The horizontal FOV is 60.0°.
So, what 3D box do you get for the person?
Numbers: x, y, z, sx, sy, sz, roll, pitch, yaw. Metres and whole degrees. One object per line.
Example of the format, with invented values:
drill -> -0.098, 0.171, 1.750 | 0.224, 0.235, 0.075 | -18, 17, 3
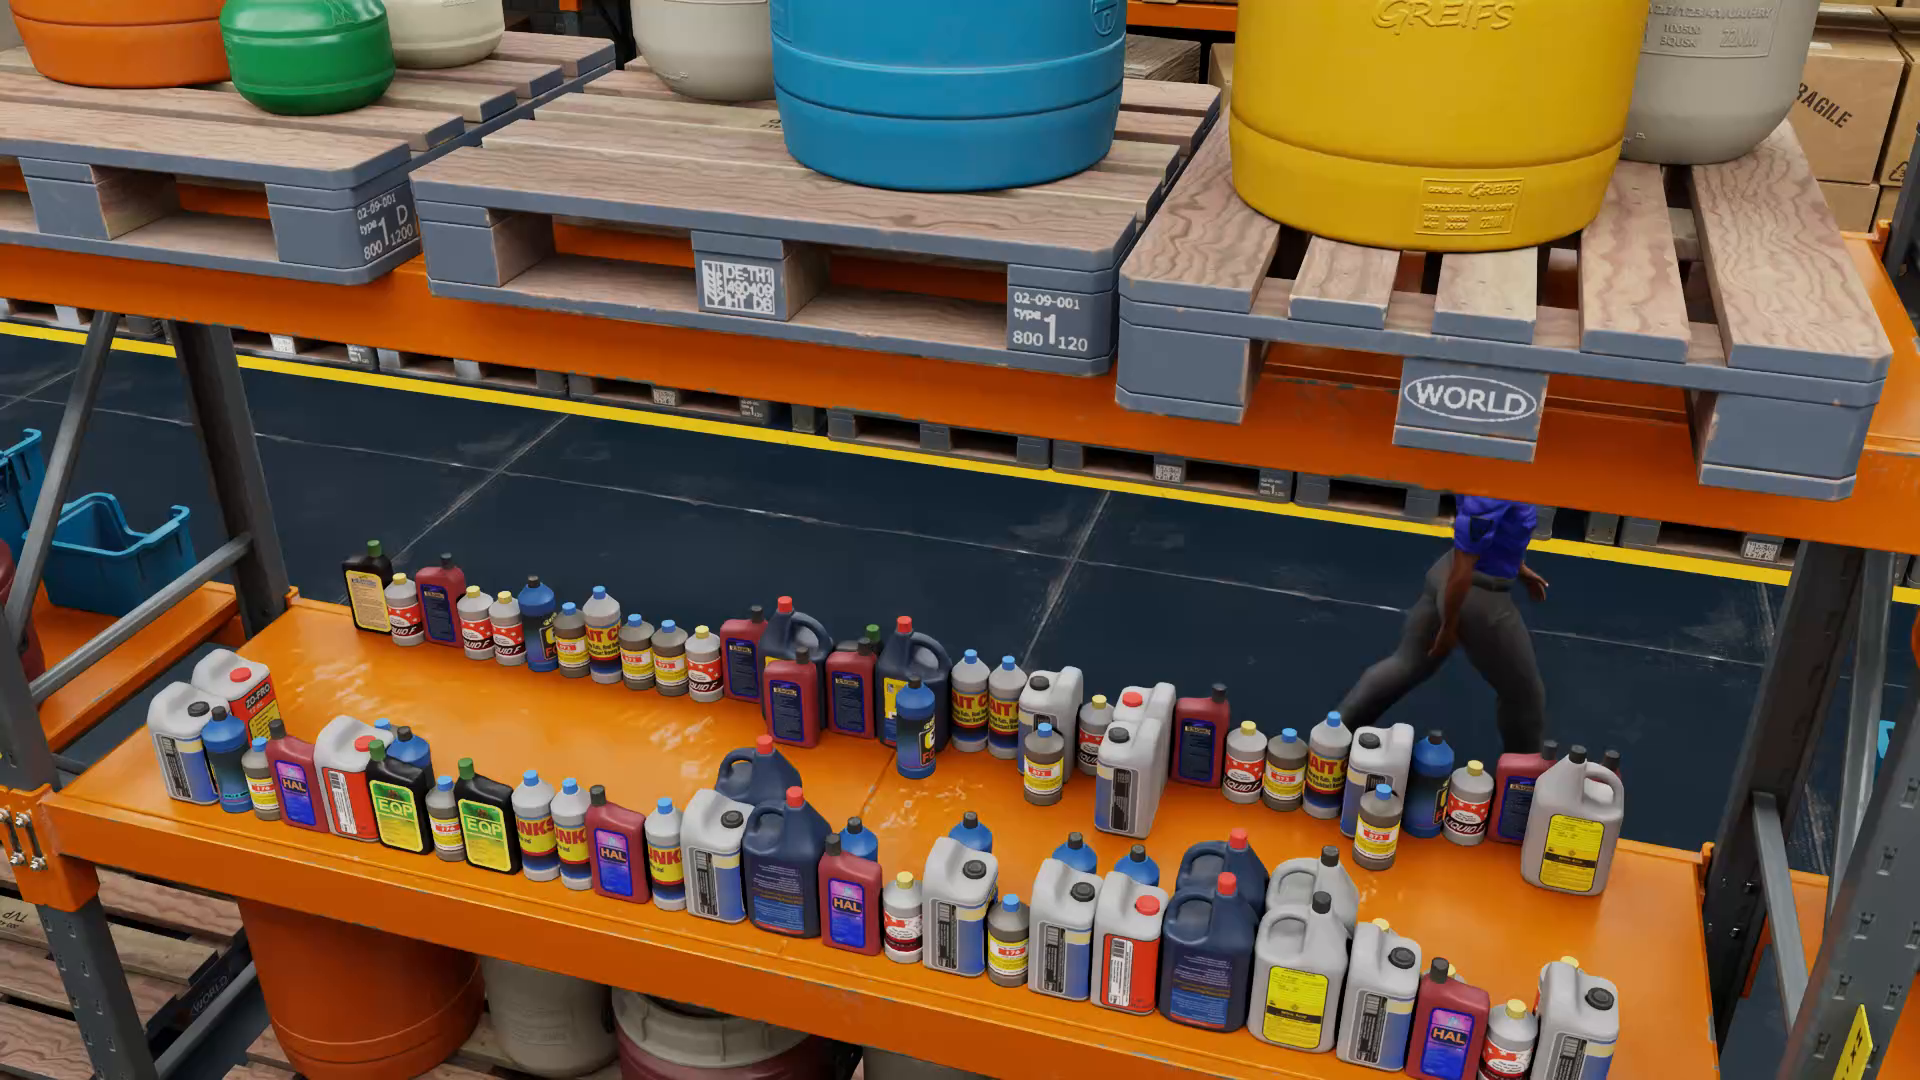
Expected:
person -> 1.826, 0.181, 5.793 | 1.017, 1.596, 0.452 | 3, 30, 5
